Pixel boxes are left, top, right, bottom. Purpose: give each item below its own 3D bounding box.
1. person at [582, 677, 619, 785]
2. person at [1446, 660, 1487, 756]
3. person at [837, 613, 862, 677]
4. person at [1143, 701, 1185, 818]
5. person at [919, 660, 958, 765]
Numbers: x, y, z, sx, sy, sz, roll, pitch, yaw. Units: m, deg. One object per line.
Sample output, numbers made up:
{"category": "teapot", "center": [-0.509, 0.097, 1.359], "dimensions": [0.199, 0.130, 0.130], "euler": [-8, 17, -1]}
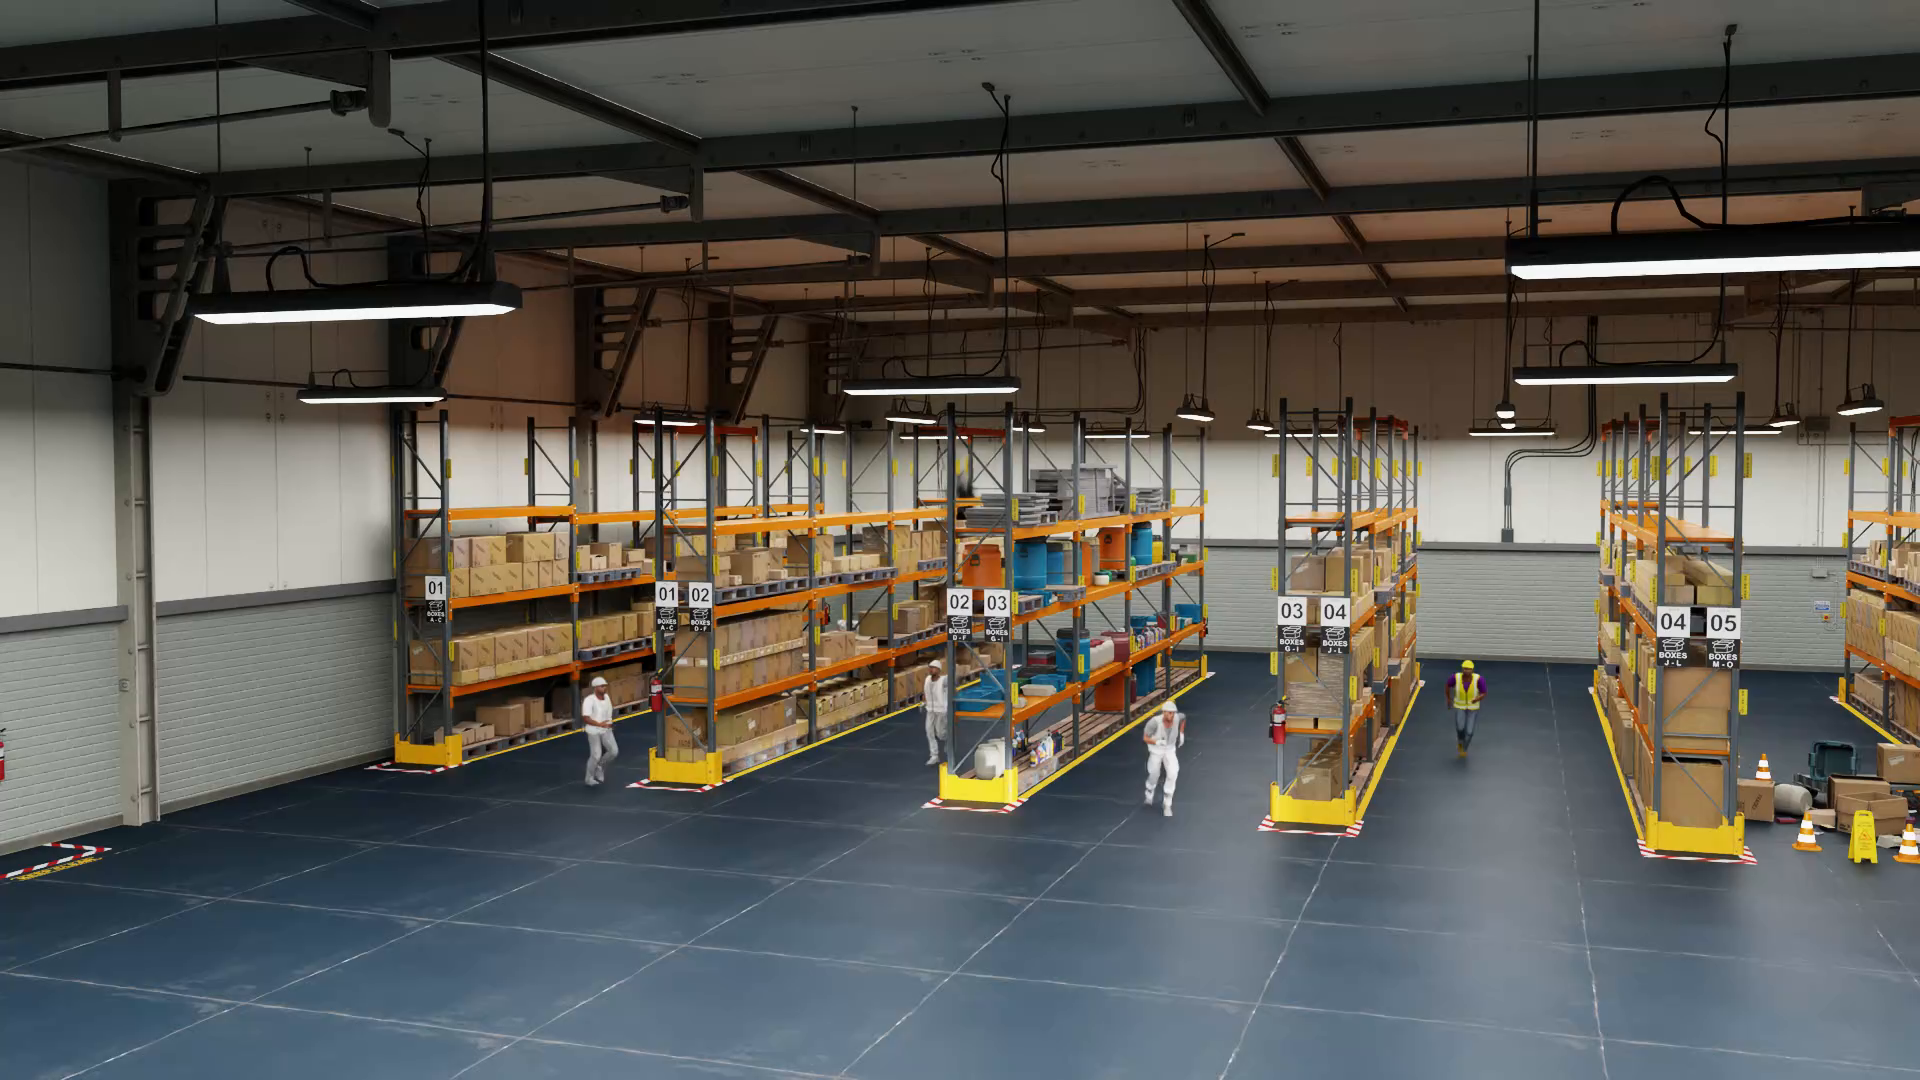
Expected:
{"category": "person", "center": [-5.634, 3.006, 26.138], "dimensions": [0.700, 1.716, 0.682], "euler": [2, 3, 35]}
{"category": "person", "center": [8.729, 2.907, 28.659], "dimensions": [0.662, 1.694, 0.692], "euler": [0, 2, 11]}
{"category": "person", "center": [-2.534, 2.521, 39.136], "dimensions": [0.705, 1.718, 1.029], "euler": [1, 3, 17]}
{"category": "person", "center": [2.937, 3.151, 24.179], "dimensions": [0.707, 1.722, 1.028], "euler": [-1, 3, -13]}
{"category": "person", "center": [-0.328, 2.919, 28.320], "dimensions": [0.698, 1.768, 0.694], "euler": [2, 3, 33]}
